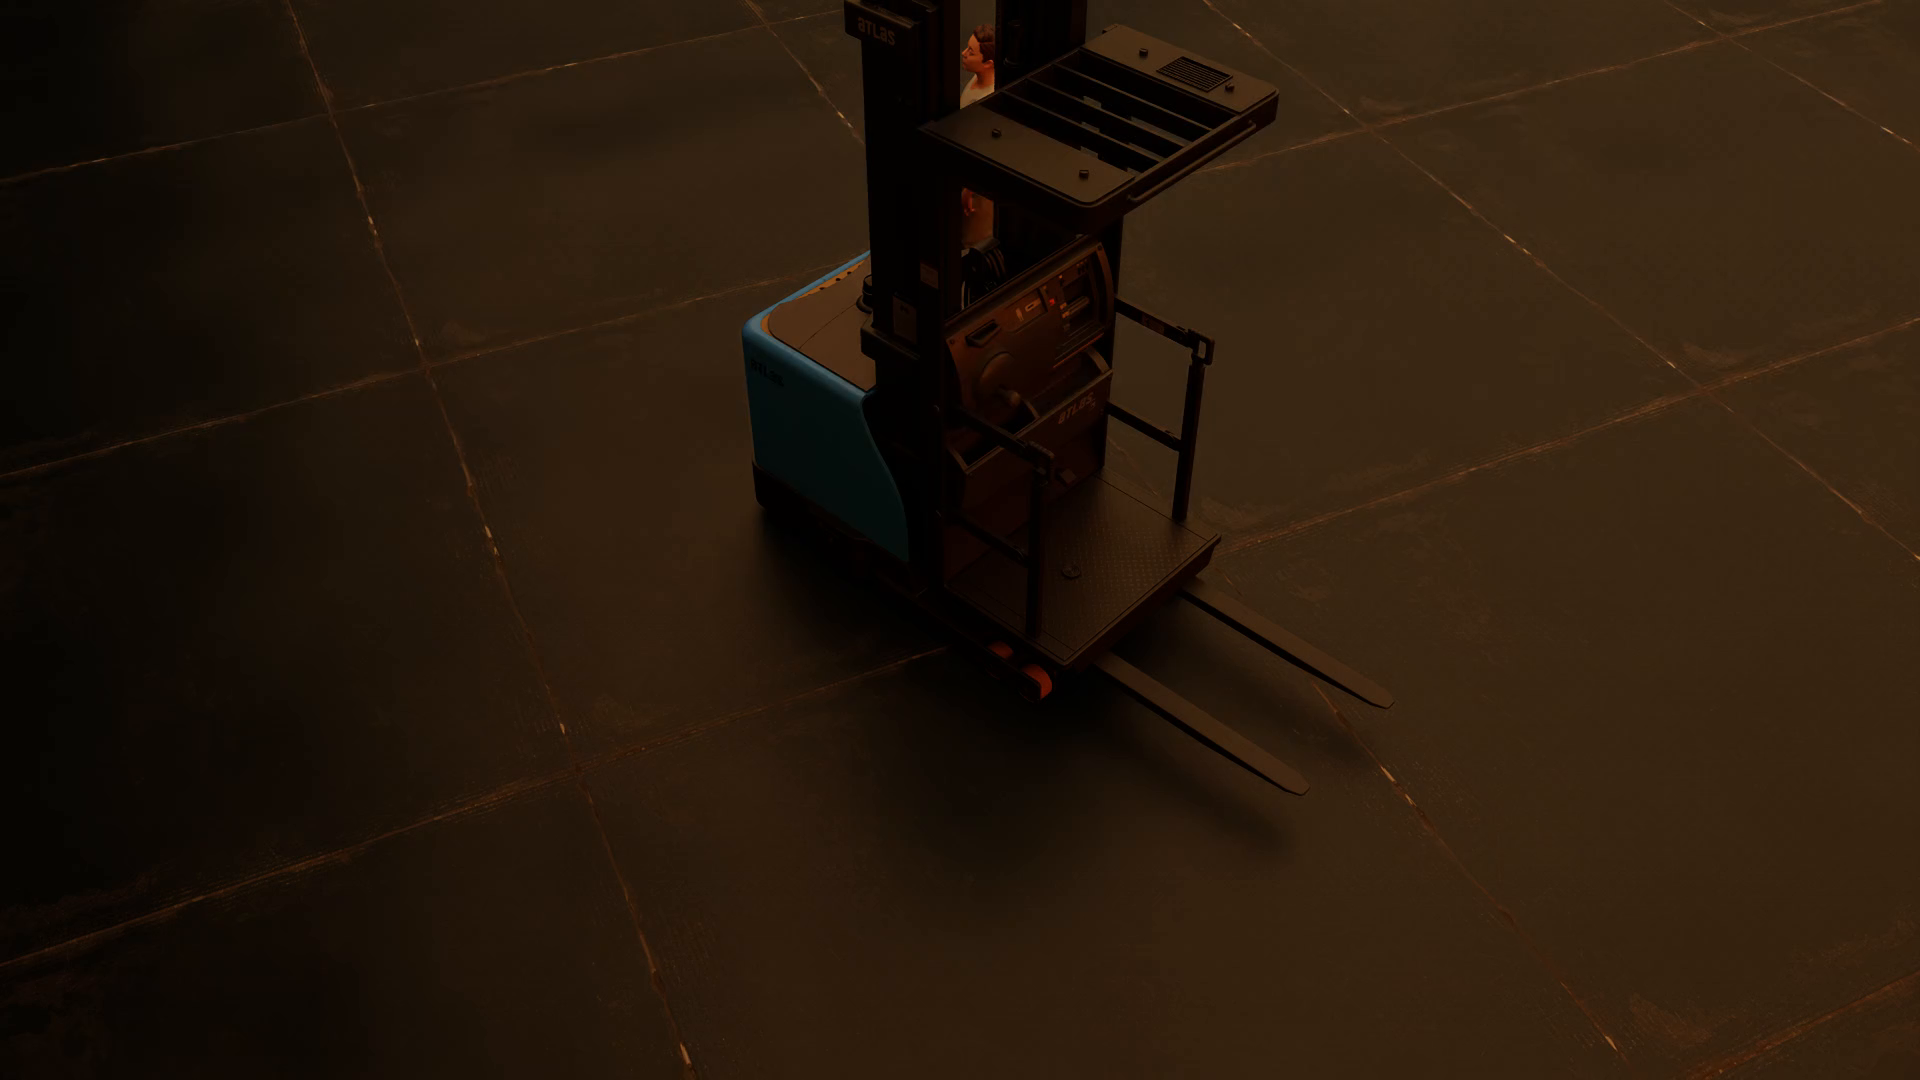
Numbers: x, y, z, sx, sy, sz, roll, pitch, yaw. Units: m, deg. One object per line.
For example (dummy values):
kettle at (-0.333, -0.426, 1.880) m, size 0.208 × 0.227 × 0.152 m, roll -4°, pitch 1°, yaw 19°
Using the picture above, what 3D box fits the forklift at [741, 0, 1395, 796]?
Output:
forklift at (0.445, -0.788, 6.525) m, size 3.031 × 2.935 × 1.130 m, roll 32°, pitch 52°, yaw 30°

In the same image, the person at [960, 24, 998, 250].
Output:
person at (0.020, -1.907, 8.634) m, size 0.548 × 1.672 × 0.551 m, roll 2°, pitch 43°, yaw 2°
